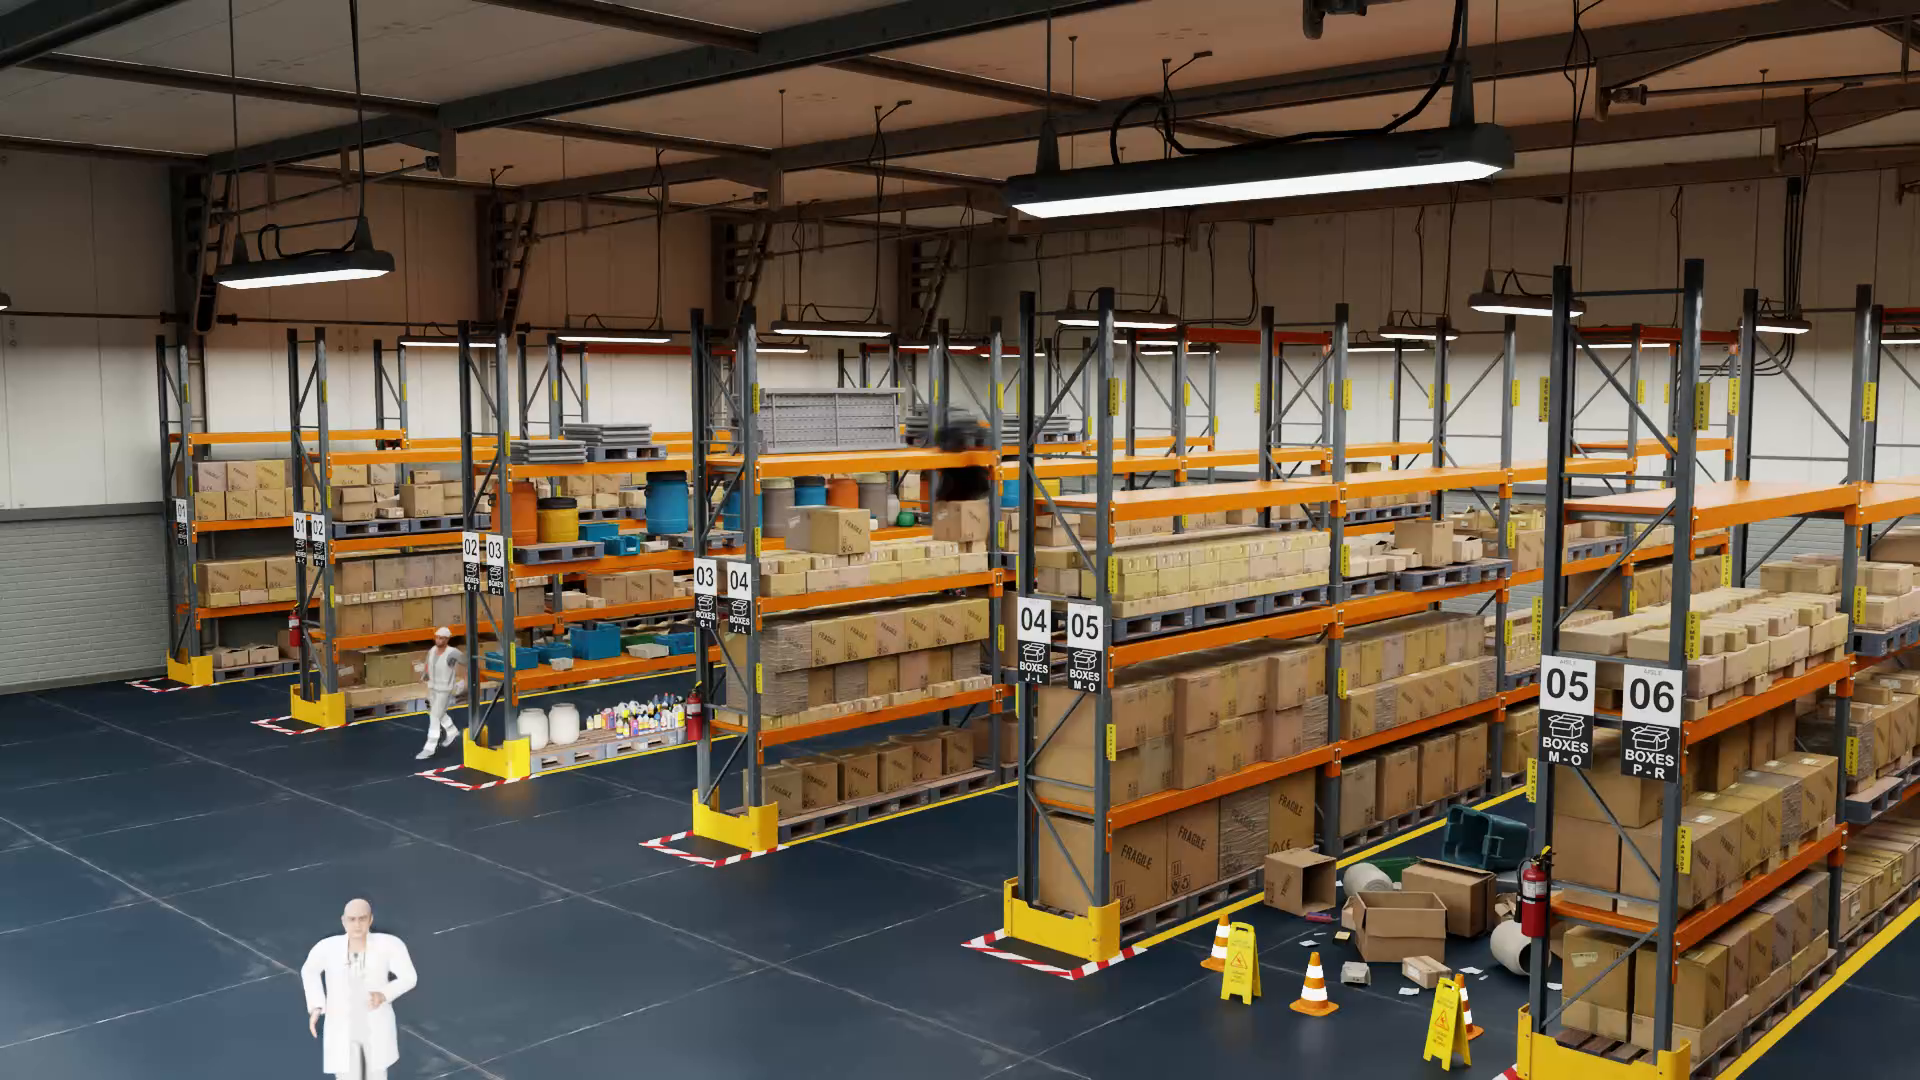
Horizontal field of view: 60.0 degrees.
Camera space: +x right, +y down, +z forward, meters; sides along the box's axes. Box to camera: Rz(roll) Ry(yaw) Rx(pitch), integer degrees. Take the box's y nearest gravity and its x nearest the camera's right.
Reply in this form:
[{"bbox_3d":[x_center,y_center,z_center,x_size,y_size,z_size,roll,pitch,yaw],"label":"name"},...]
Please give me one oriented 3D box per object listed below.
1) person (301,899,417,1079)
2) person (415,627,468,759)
[{"bbox_3d":[-3.939,3.228,10.939,0.715,1.768,0.961,-2,6,-21],"label":"person"},{"bbox_3d":[-7.171,2.091,23.113,0.714,1.789,0.911,3,6,28],"label":"person"}]
